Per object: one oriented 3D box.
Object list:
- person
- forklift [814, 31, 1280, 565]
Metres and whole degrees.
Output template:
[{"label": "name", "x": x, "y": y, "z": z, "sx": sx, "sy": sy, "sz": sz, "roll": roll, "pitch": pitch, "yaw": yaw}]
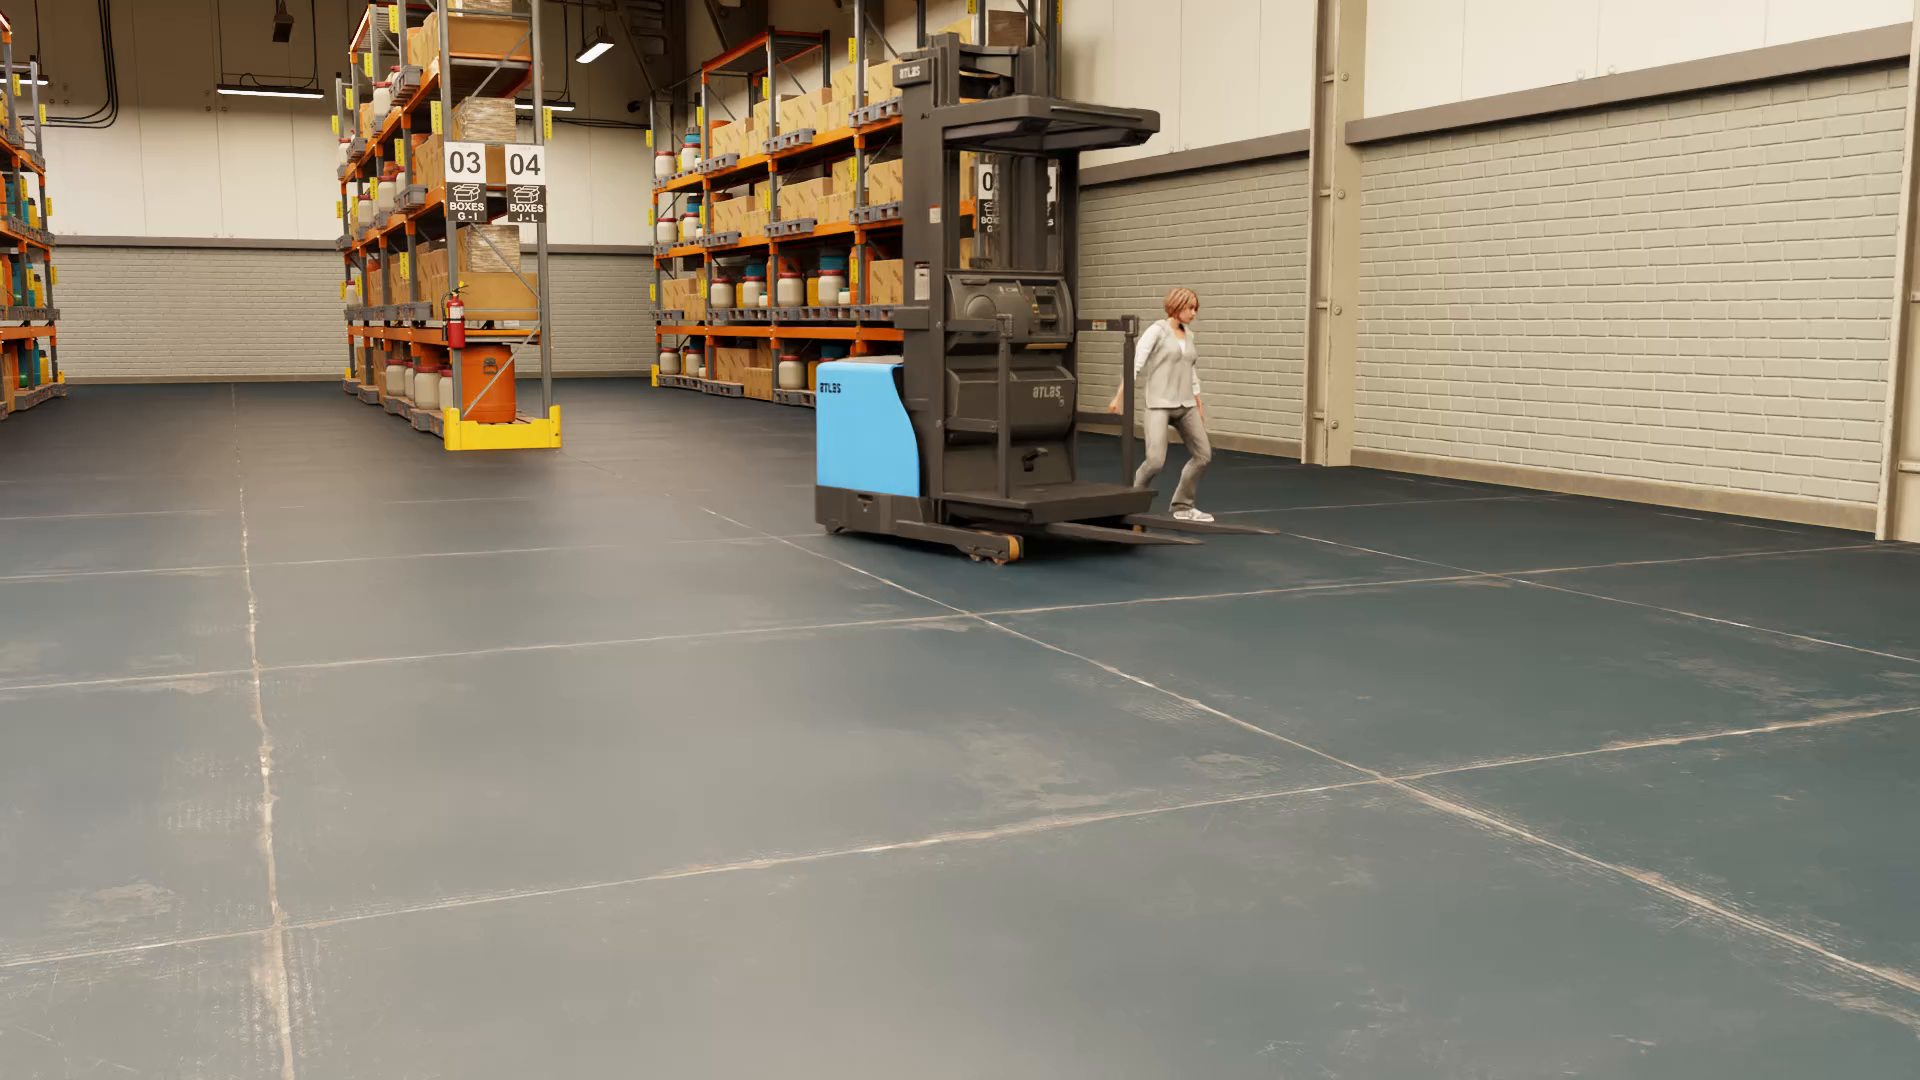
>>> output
[{"label": "person", "x": 1.283, "y": -0.851, "z": 10.761, "sx": 0.743, "sy": 1.522, "sz": 0.442, "roll": -4, "pitch": 9, "yaw": -30}, {"label": "forklift", "x": 0.437, "y": -1.391, "z": 9.493, "sx": 1.130, "sy": 2.935, "sz": 3.031, "roll": -7, "pitch": 10, "yaw": -41}]
